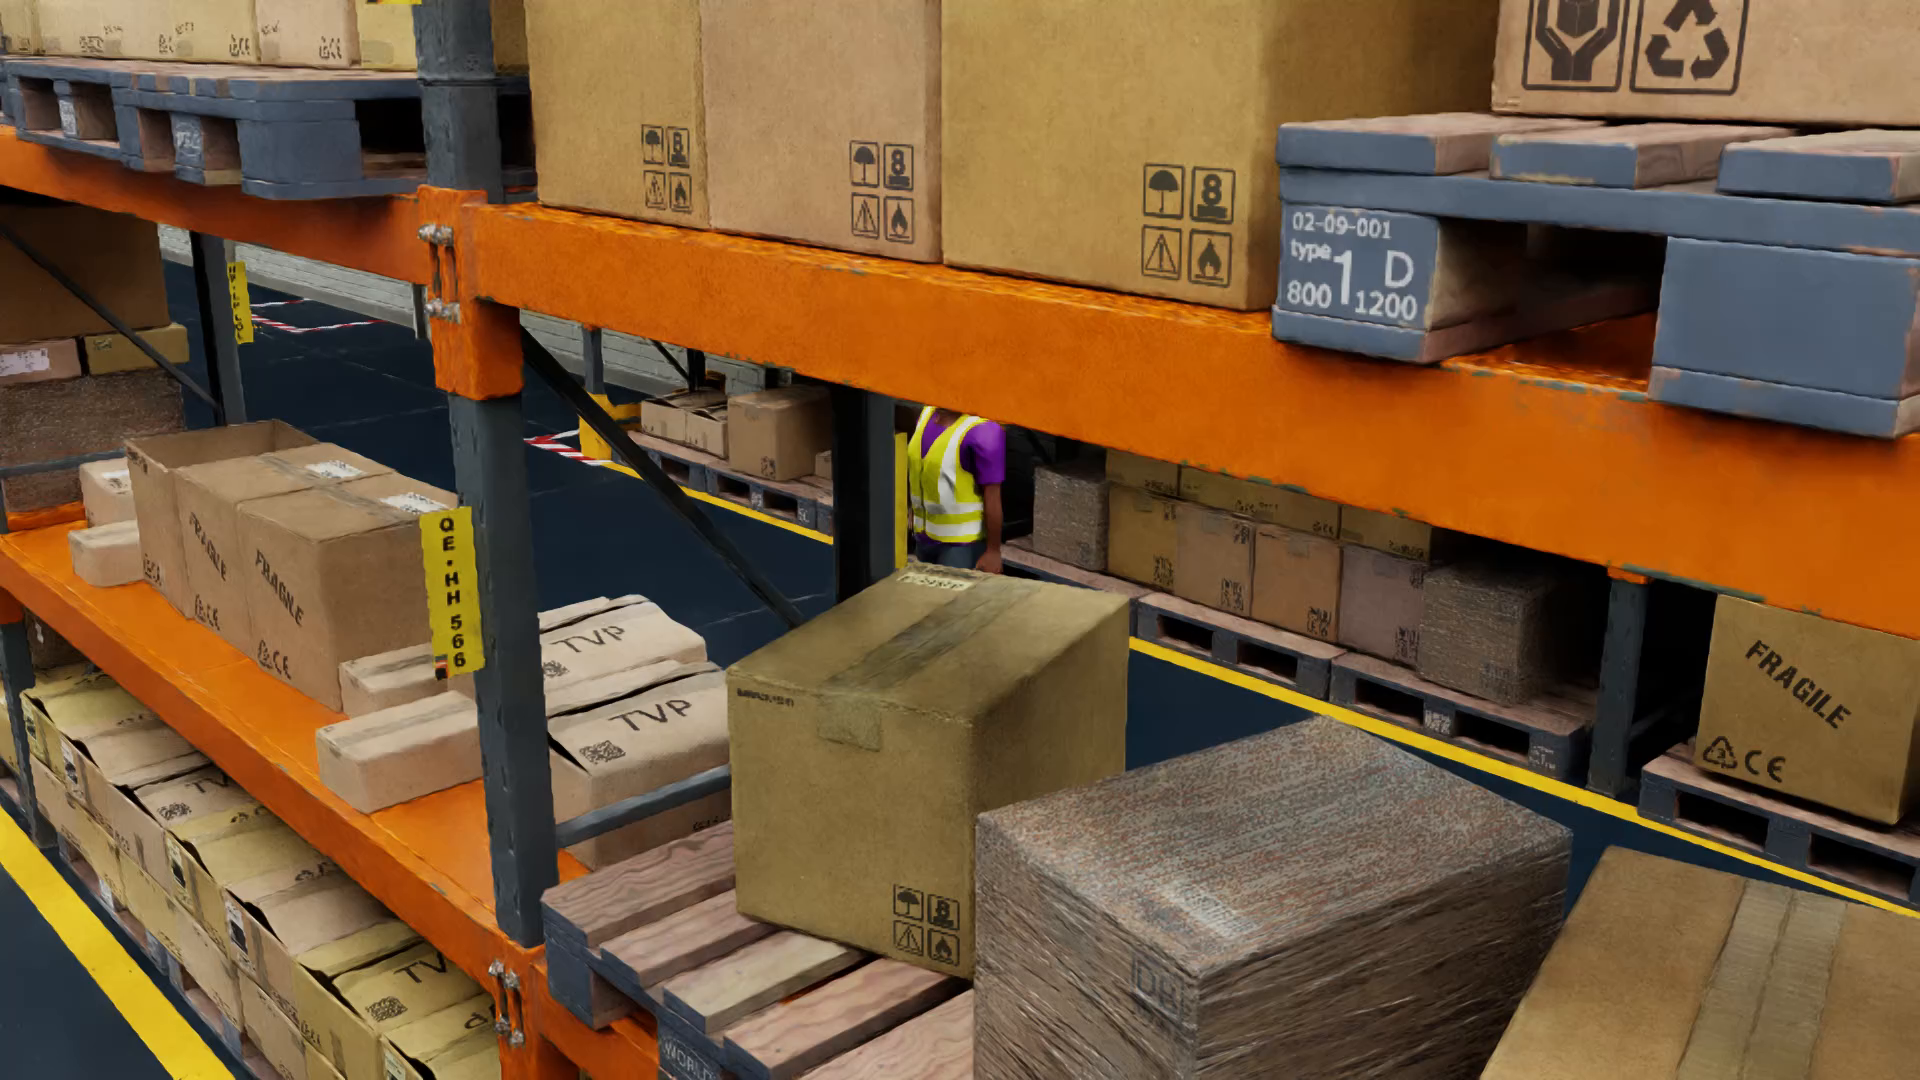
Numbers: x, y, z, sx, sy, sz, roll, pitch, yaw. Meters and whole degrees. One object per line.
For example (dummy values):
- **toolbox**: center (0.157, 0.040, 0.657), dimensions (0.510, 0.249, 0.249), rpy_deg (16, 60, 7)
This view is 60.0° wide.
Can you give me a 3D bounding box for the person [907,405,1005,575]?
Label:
- **person**: center (-0.001, -0.031, 7.630), dimensions (0.599, 1.762, 0.745), rpy_deg (-11, 20, -31)
